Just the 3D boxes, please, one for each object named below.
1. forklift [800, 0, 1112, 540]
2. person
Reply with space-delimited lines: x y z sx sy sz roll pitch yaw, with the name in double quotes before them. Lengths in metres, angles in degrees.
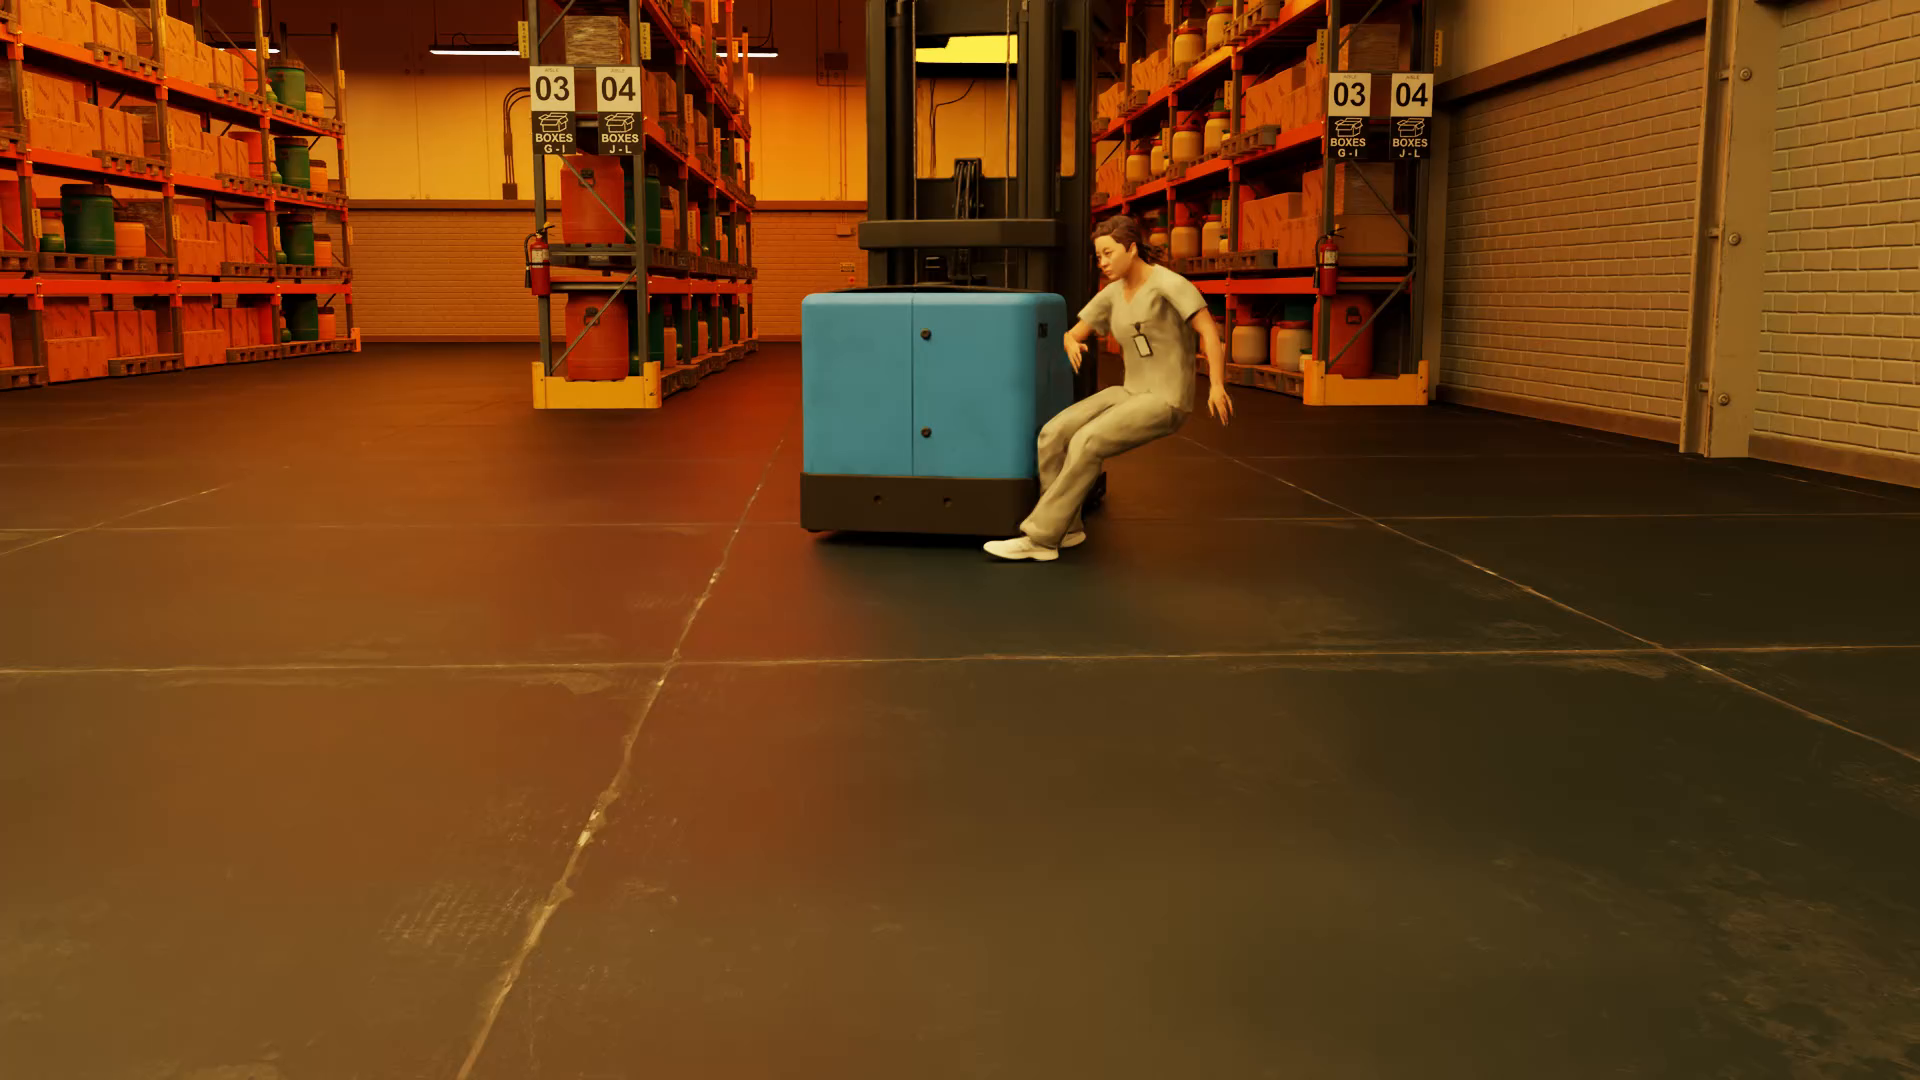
"forklift" 0.145 -1.624 8.267 1.130 2.935 3.031 2 9 13
"person" 0.567 -0.581 6.697 0.873 1.445 0.824 -5 10 -32
